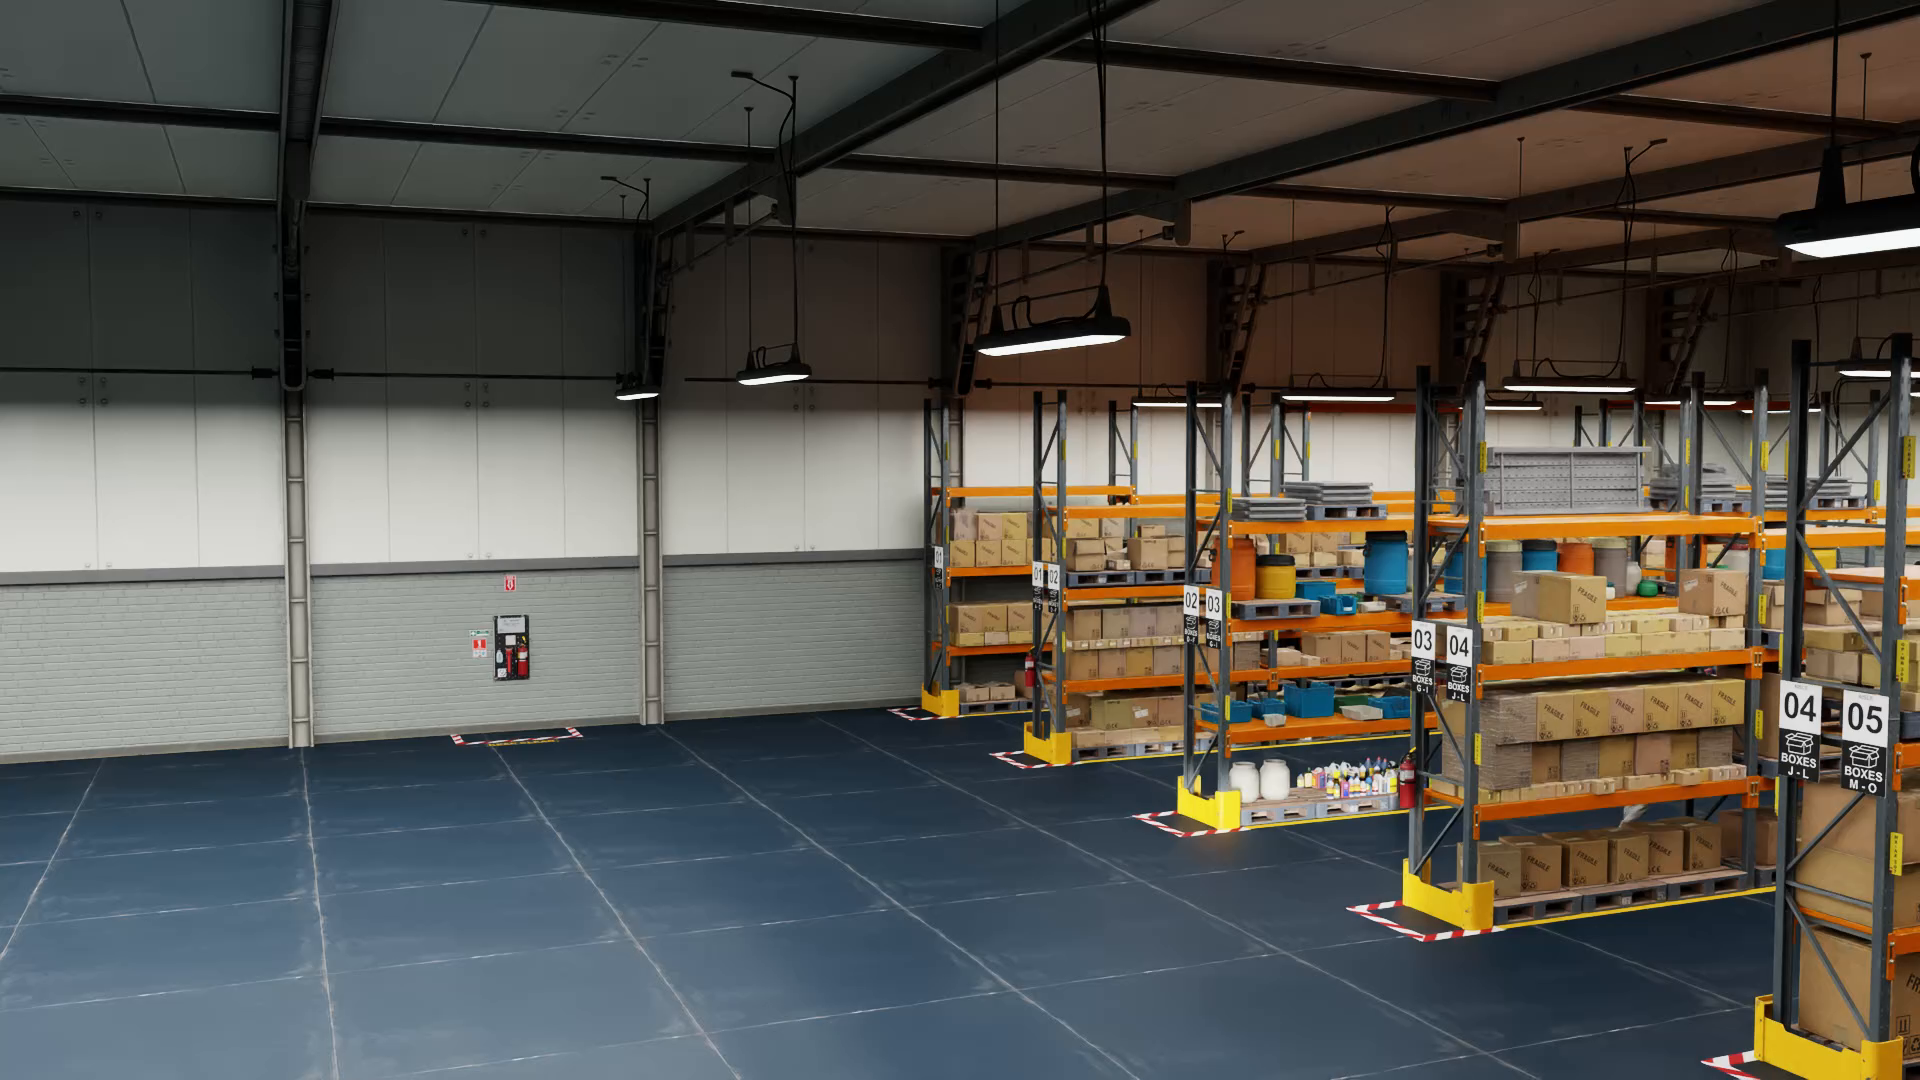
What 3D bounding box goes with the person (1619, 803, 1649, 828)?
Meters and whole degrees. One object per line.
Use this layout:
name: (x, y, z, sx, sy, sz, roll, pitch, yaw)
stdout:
person: (8.696, 3.063, 21.571, 0.516, 1.674, 0.512, -1, 4, -23)
